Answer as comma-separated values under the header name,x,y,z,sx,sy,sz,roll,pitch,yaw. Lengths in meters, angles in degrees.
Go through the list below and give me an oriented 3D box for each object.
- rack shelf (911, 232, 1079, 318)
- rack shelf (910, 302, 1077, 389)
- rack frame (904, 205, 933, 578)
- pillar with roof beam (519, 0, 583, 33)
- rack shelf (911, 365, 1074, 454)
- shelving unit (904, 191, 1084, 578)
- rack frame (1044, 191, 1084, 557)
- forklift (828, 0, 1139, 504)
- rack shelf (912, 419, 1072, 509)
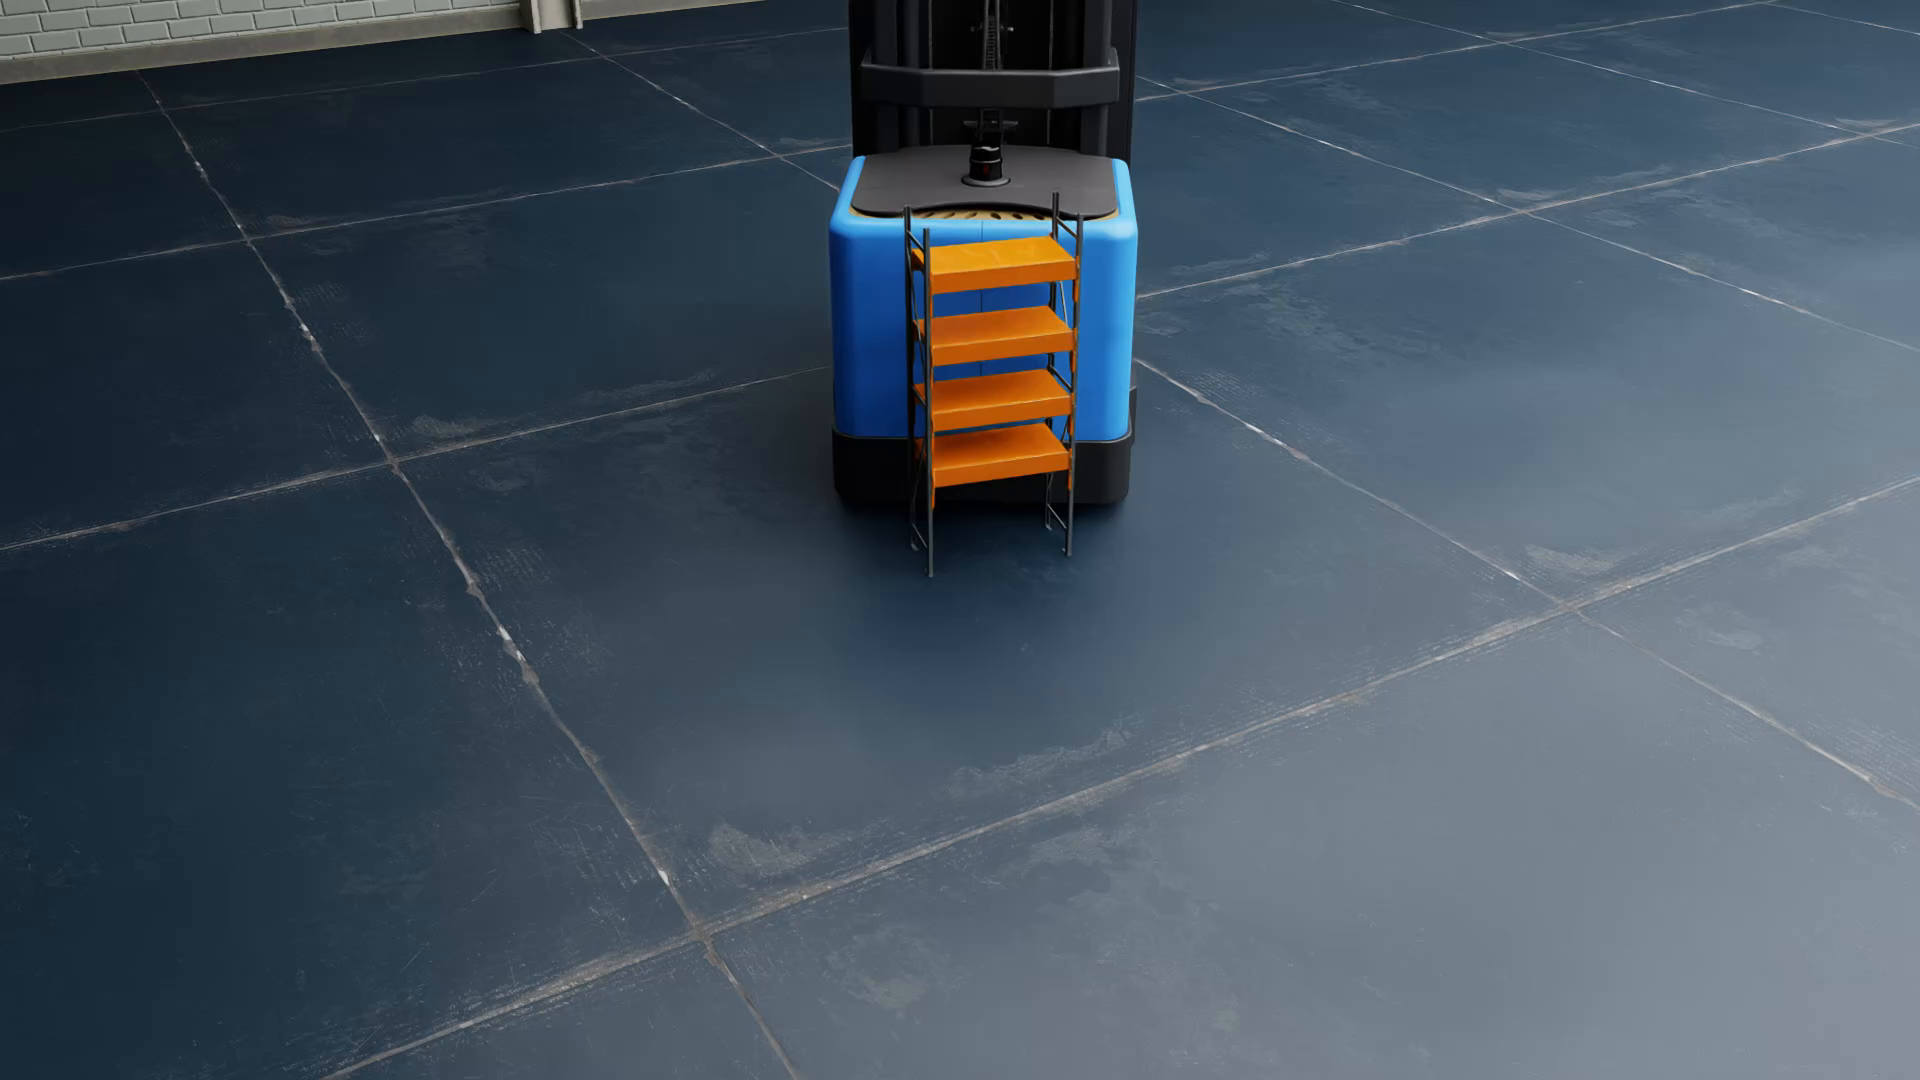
name,x,y,z,sx,sy,sz,roll,pitch,yaw
rack shelf,0.102,-0.833,5.204,0.480,0.148,0.258,-8,30,-15
rack shelf,0.102,-0.625,5.318,0.480,0.148,0.258,-8,30,-15
rack frame,-0.131,-0.454,5.331,0.015,1.200,0.240,-8,30,-15
pillar with roof beam,-1.013,-6.168,7.613,0.400,9.000,9.100,-16,33,-26
rack shelf,0.102,-0.430,5.426,0.480,0.148,0.258,-8,30,-15
shelving unit,0.102,-0.489,5.393,0.503,1.200,0.258,-8,30,-15
rack frame,0.336,-0.523,5.456,0.015,1.200,0.240,-8,30,-15
forklift,0.136,-2.085,6.494,1.130,2.935,3.031,1,29,2
rack shelf,0.102,-0.256,5.522,0.480,0.148,0.258,-8,30,-15
